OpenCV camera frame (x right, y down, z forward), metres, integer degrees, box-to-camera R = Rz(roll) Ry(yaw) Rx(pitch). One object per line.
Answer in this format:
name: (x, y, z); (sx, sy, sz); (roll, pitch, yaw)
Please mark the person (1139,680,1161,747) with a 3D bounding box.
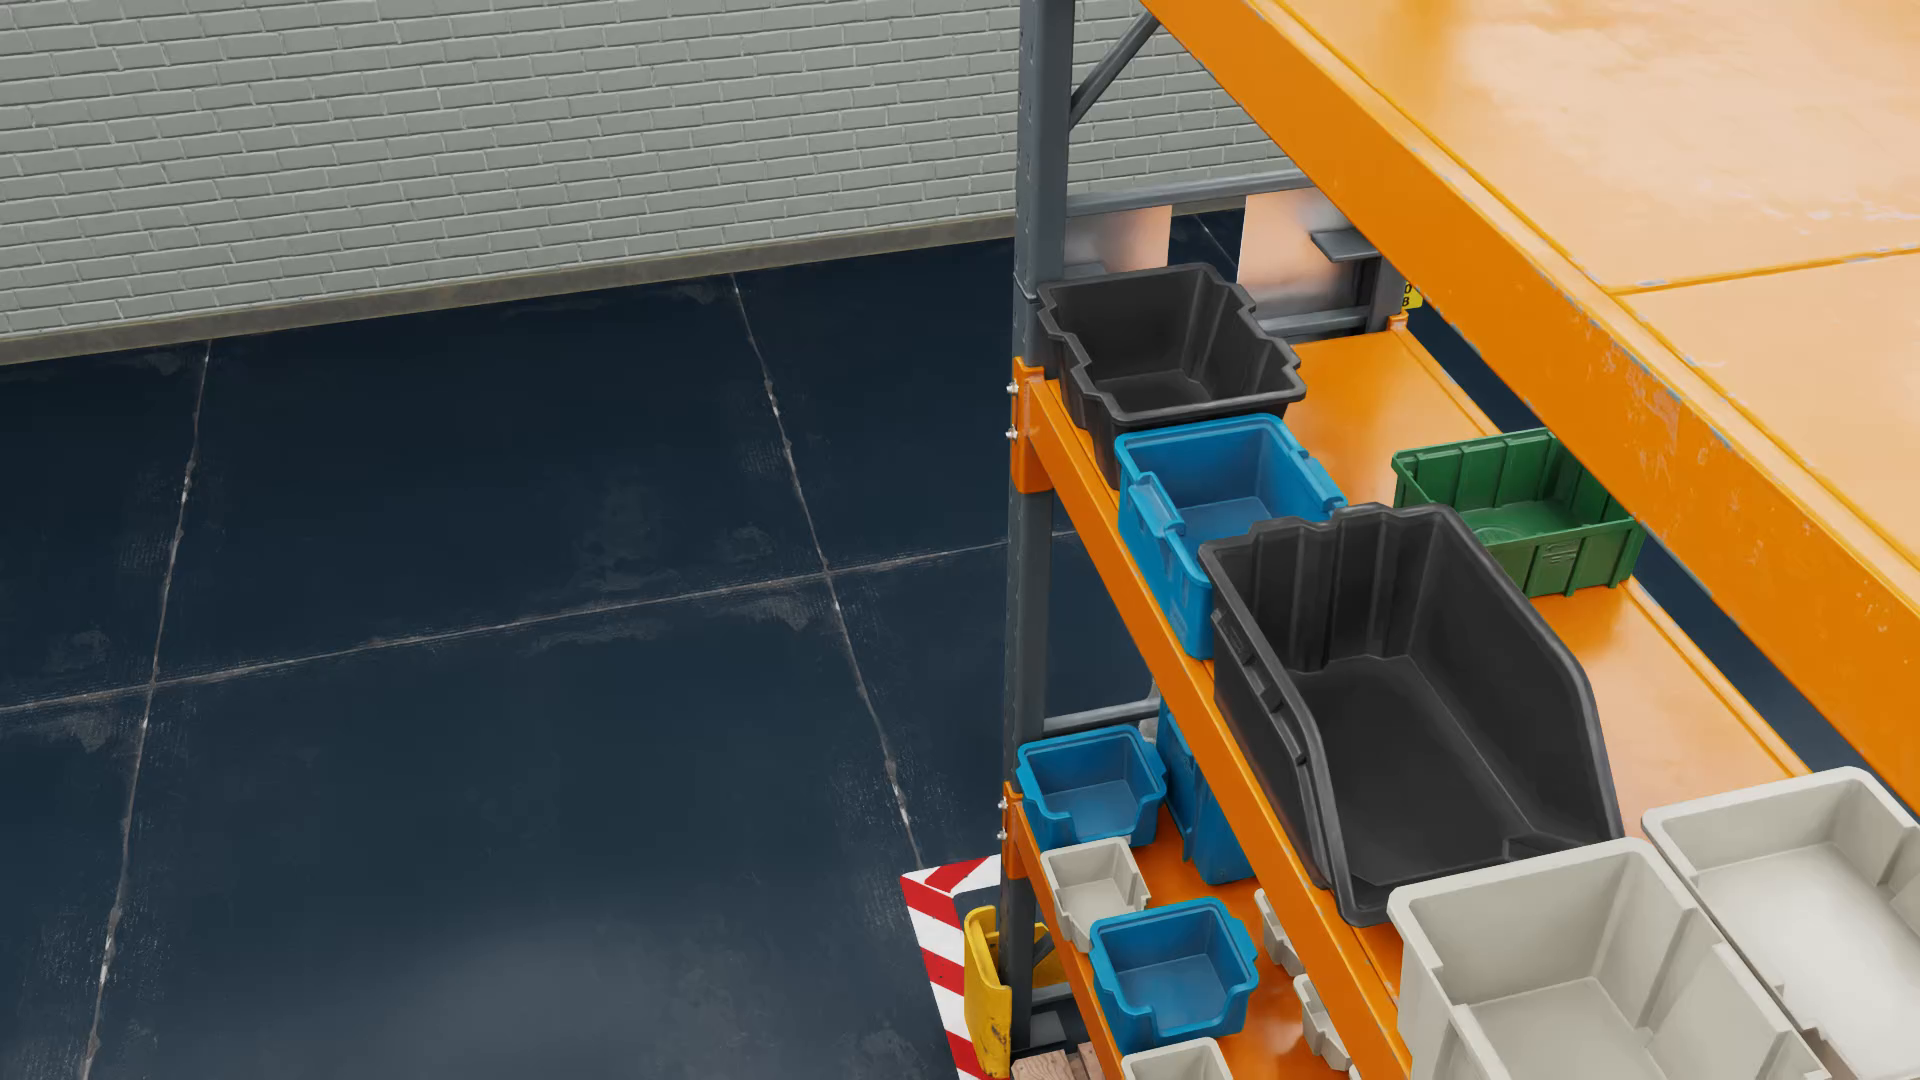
person: (0.924, 0.260, 6.399); (0.445, 1.737, 0.469); (15, 41, 18)
